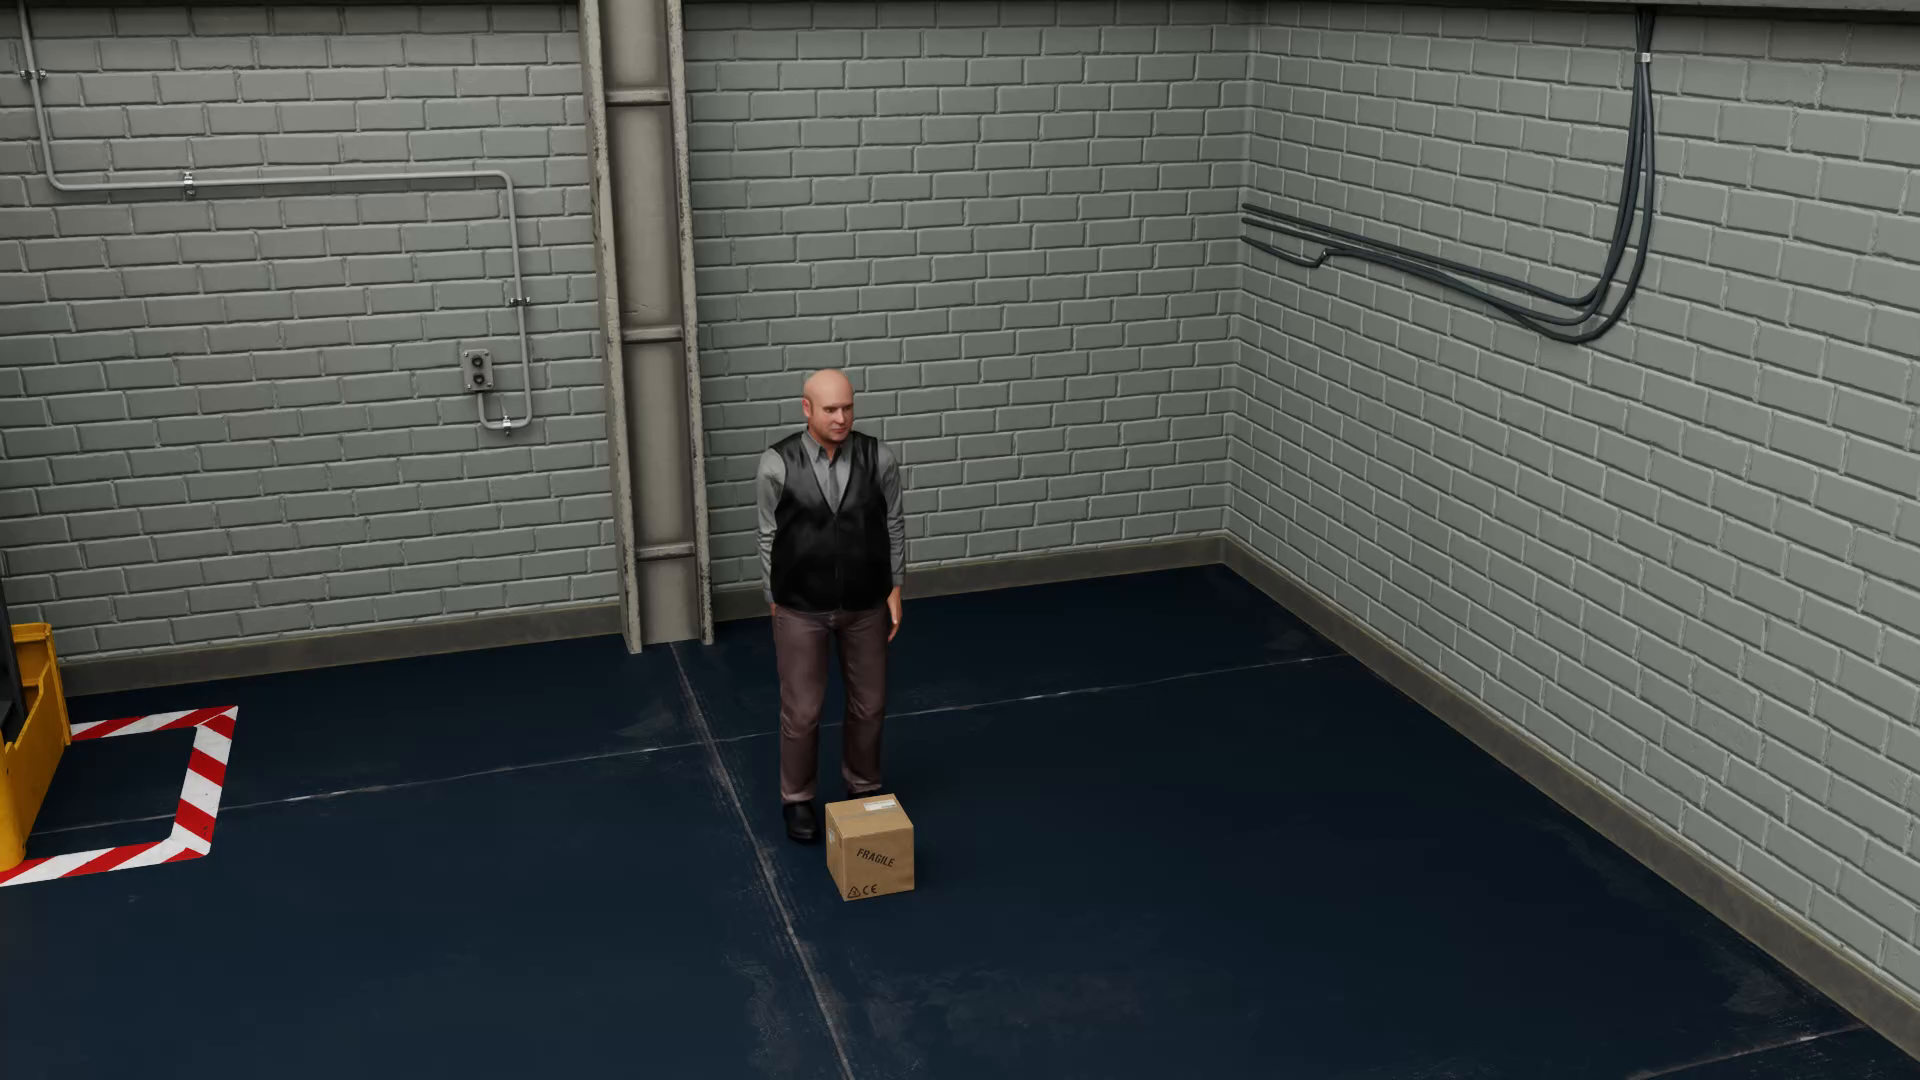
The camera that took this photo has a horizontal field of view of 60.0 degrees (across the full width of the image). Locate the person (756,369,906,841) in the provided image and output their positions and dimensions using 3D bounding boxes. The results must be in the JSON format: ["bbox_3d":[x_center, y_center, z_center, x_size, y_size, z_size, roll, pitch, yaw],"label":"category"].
[{"bbox_3d":[-0.444,0.233,5.946,0.533,1.716,0.360,-6,20,-16],"label":"person"}]
